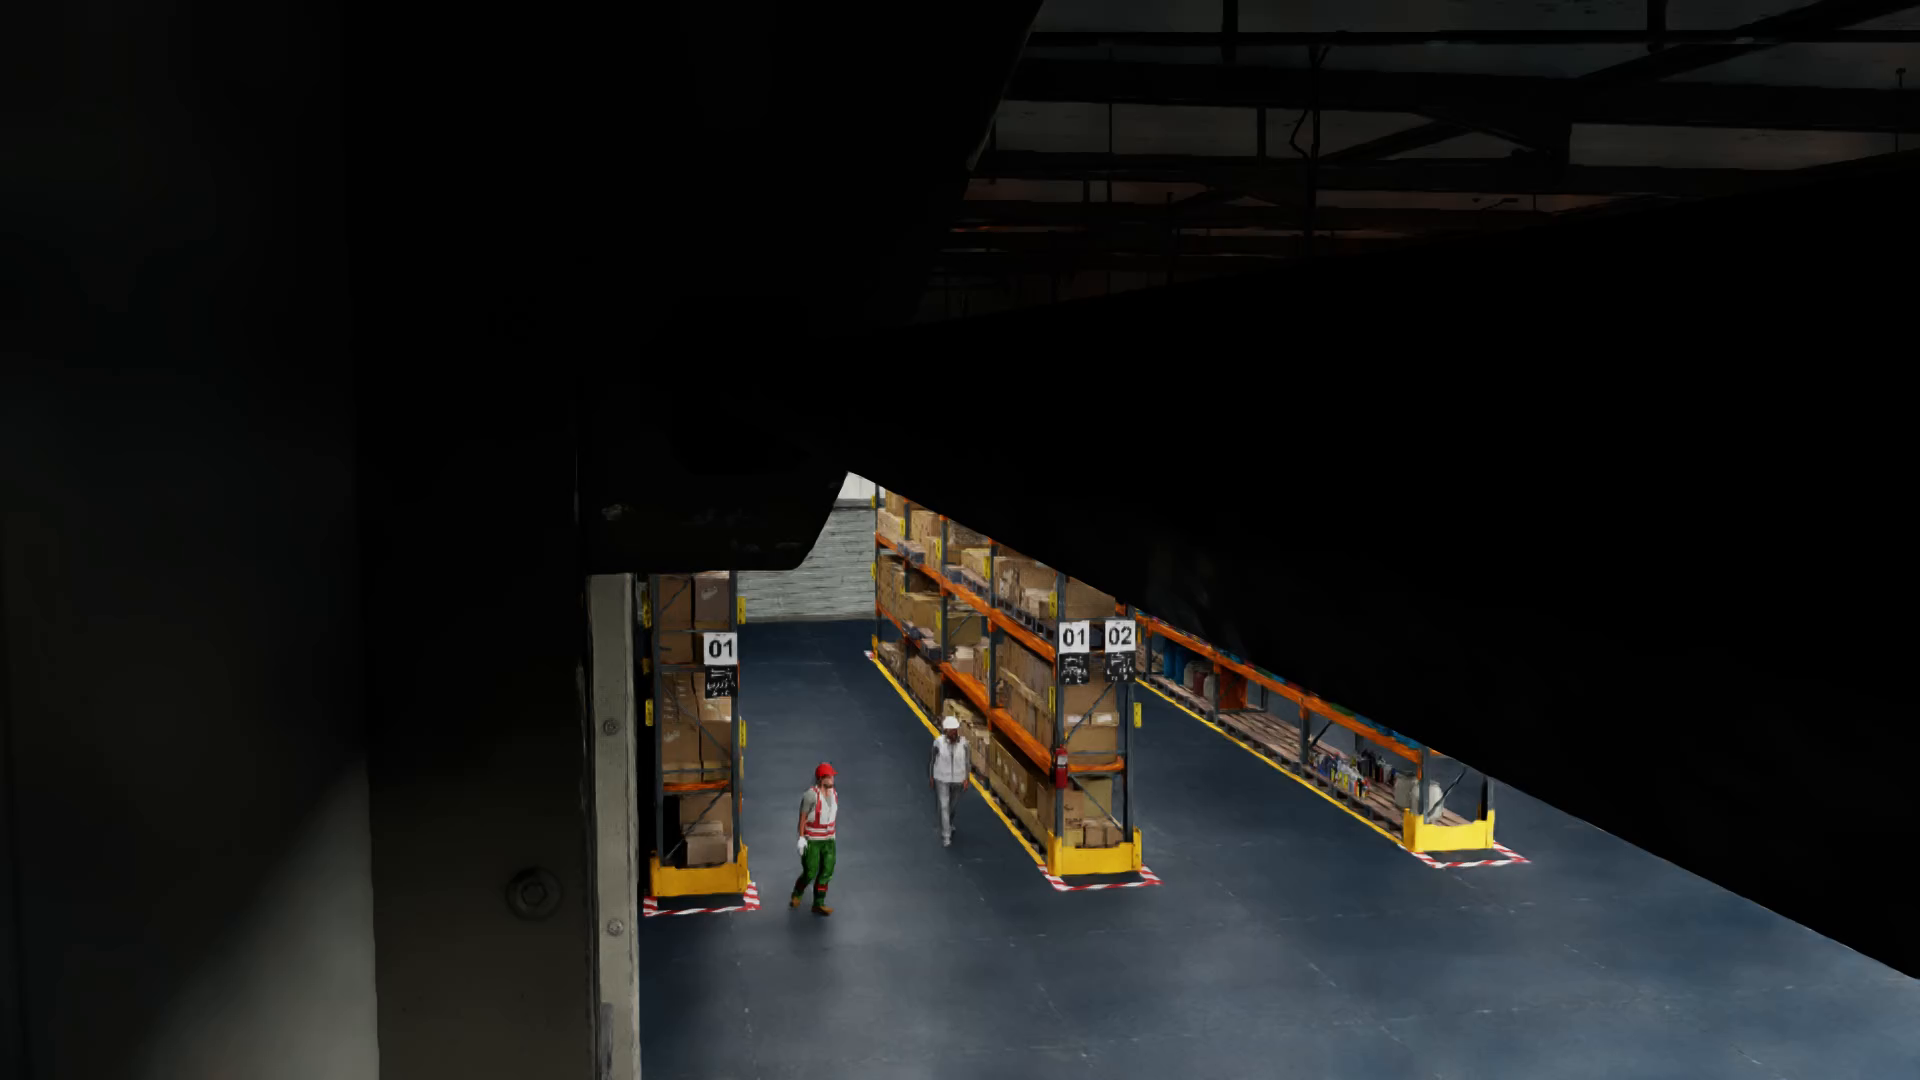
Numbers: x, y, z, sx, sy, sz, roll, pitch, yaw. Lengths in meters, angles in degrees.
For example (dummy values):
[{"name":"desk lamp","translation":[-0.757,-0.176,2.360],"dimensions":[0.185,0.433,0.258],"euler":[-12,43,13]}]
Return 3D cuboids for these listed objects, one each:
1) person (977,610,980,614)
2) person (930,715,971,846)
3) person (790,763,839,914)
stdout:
[{"name":"person","translation":[0.253,1.728,37.372],"dimensions":[0.417,1.517,1.037],"euler":[-1,6,-9]},{"name":"person","translation":[-0.114,3.184,22.337],"dimensions":[0.543,1.700,1.119],"euler":[-1,6,-13]},{"name":"person","translation":[-1.695,3.462,19.399],"dimensions":[0.576,1.777,0.587],"euler":[6,8,44]}]
